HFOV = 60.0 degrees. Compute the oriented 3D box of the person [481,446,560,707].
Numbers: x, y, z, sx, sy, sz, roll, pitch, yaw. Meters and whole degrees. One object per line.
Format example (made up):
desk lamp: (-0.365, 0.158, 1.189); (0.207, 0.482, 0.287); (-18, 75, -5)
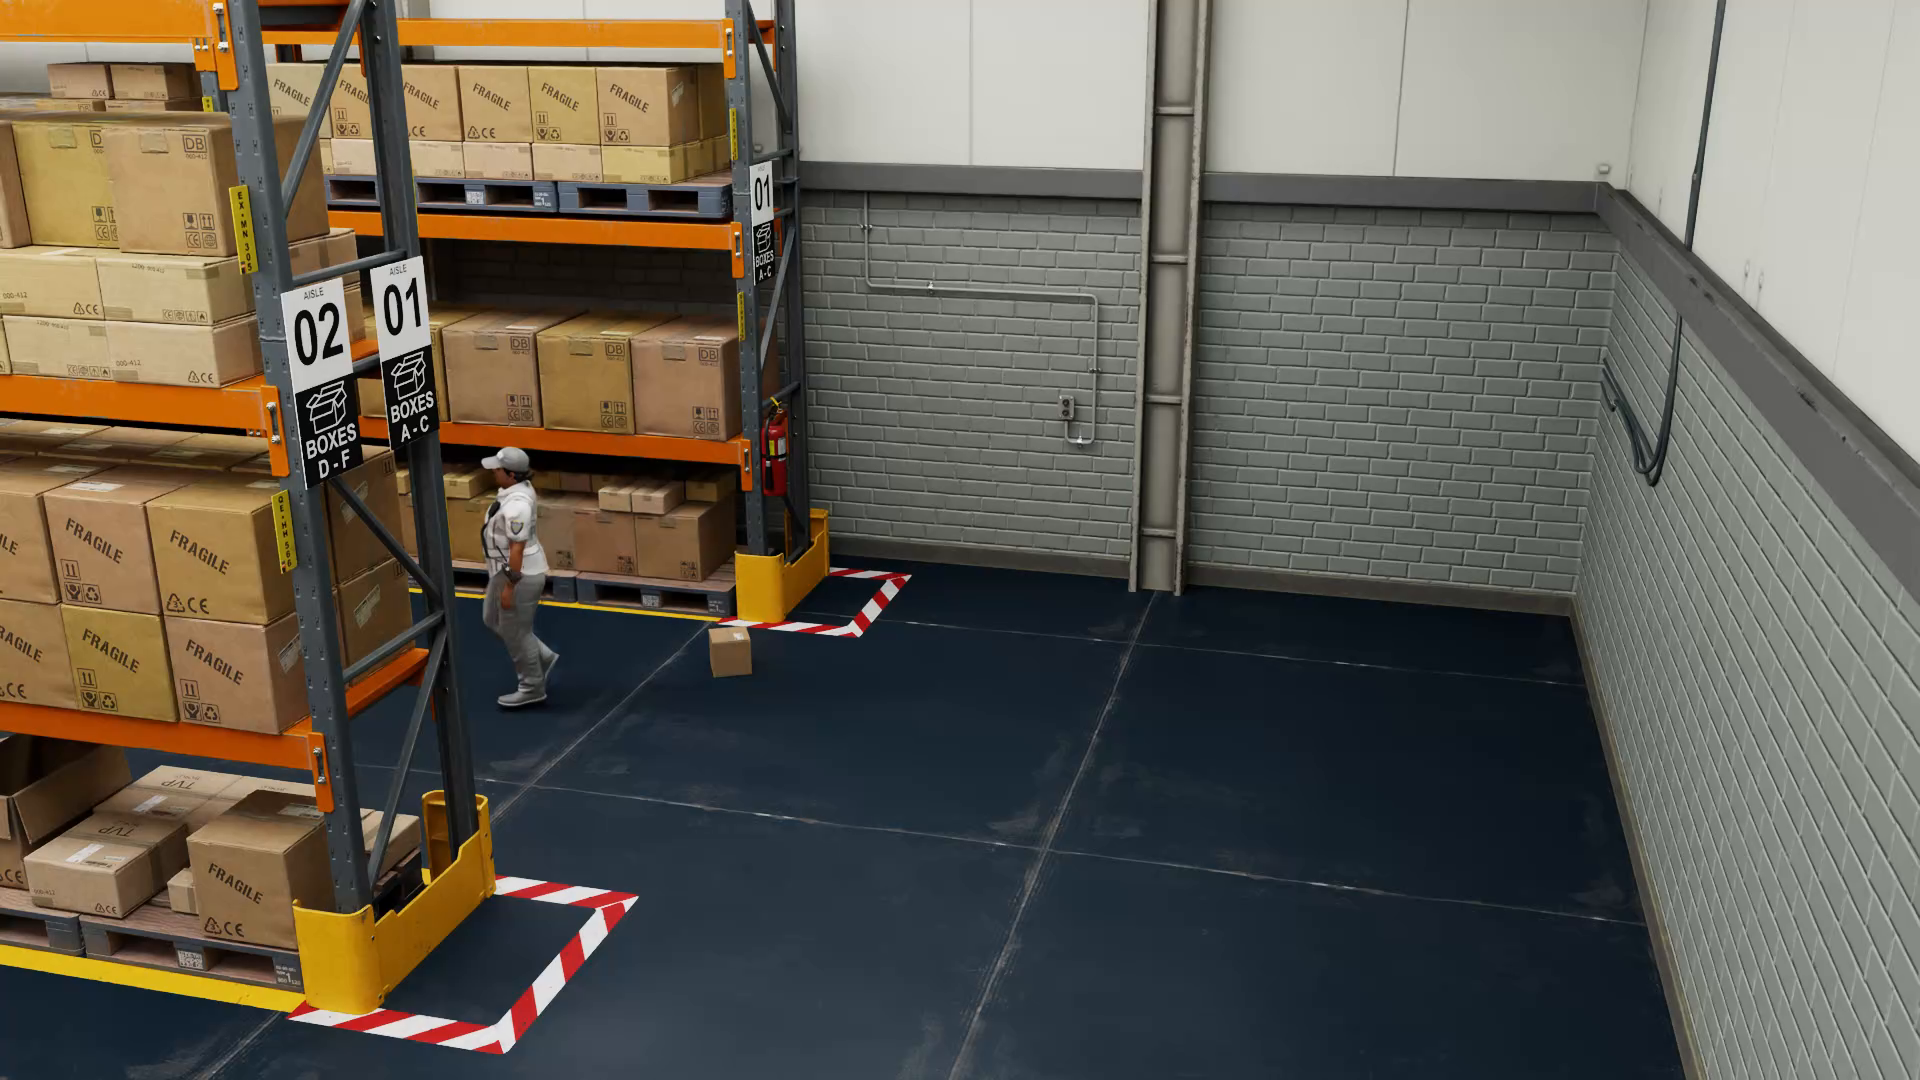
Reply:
person: (-2.757, 0.228, 10.314); (0.453, 1.667, 0.479); (-5, 19, -14)
